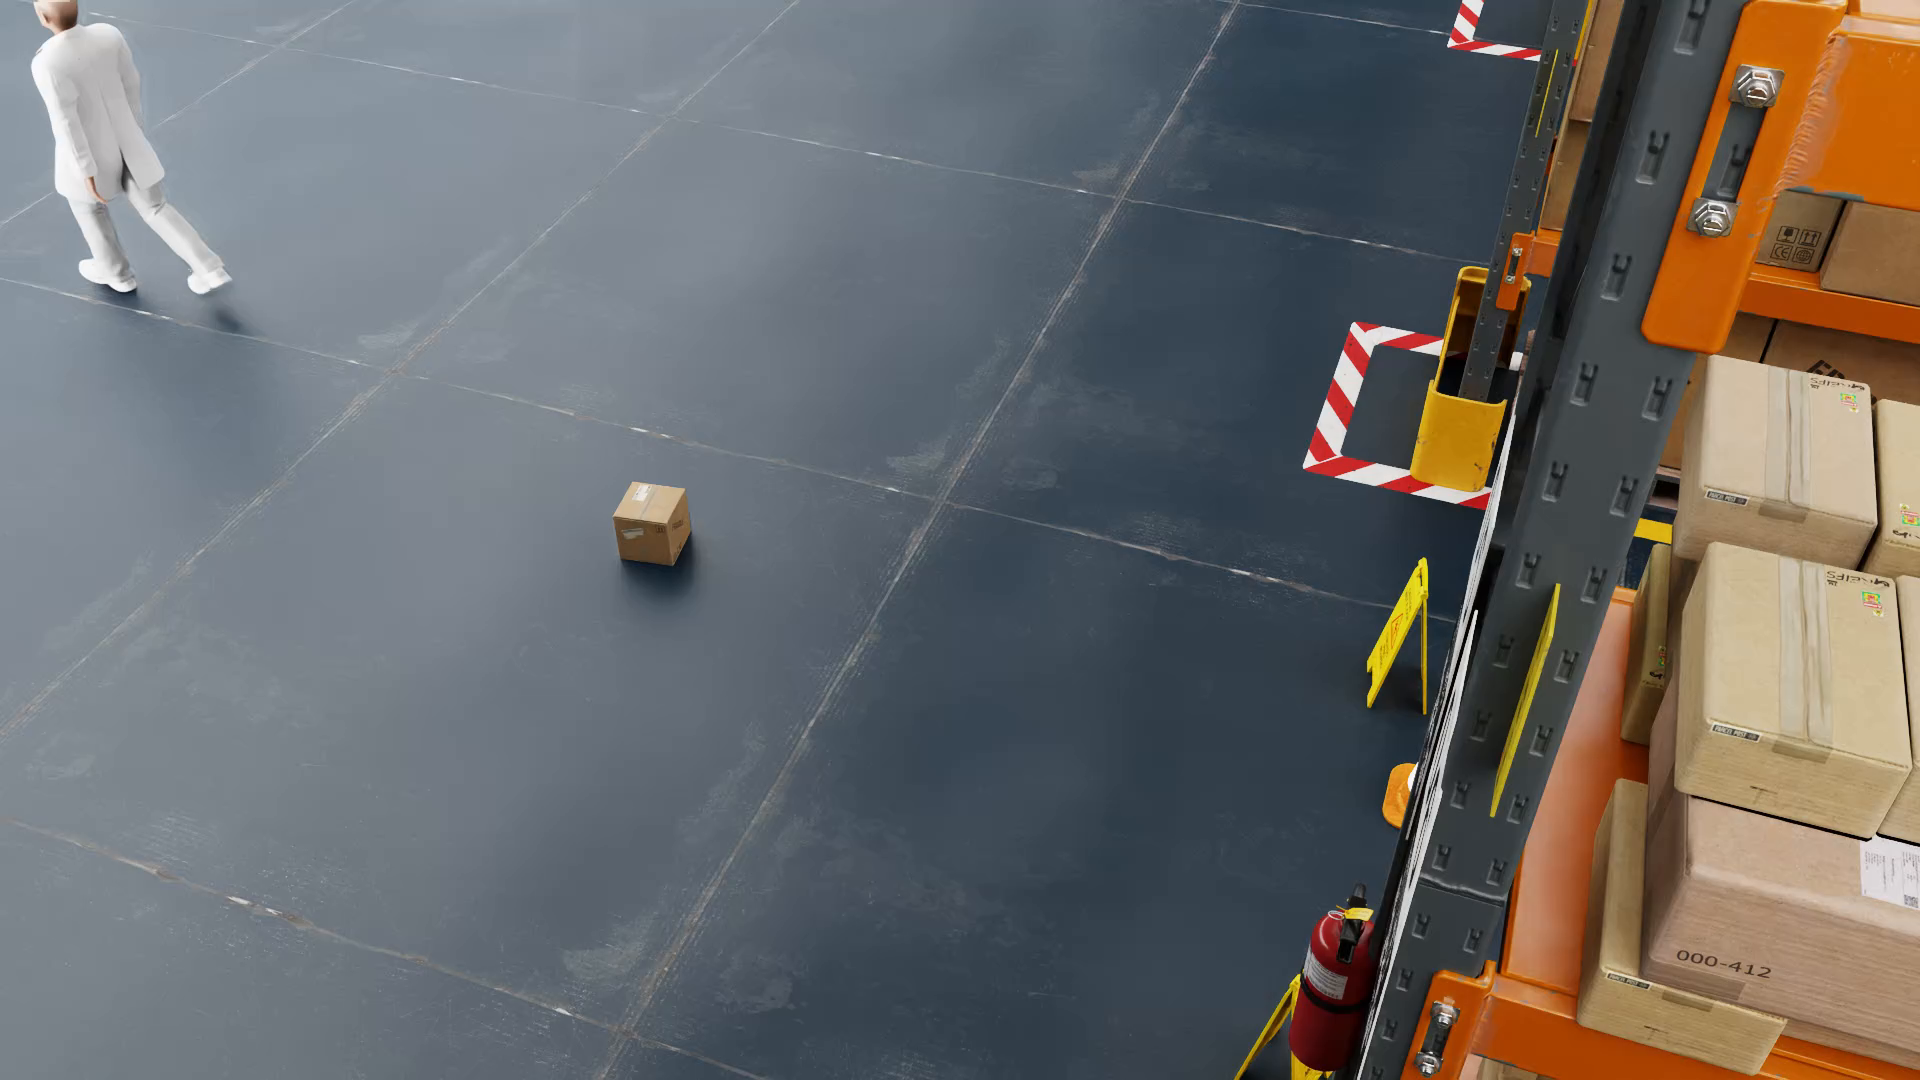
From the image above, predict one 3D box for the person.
[{"bbox_3d":[-4.332,-2.006,8.478,1.054,1.737,0.579,21,45,22],"label":"person"}]
